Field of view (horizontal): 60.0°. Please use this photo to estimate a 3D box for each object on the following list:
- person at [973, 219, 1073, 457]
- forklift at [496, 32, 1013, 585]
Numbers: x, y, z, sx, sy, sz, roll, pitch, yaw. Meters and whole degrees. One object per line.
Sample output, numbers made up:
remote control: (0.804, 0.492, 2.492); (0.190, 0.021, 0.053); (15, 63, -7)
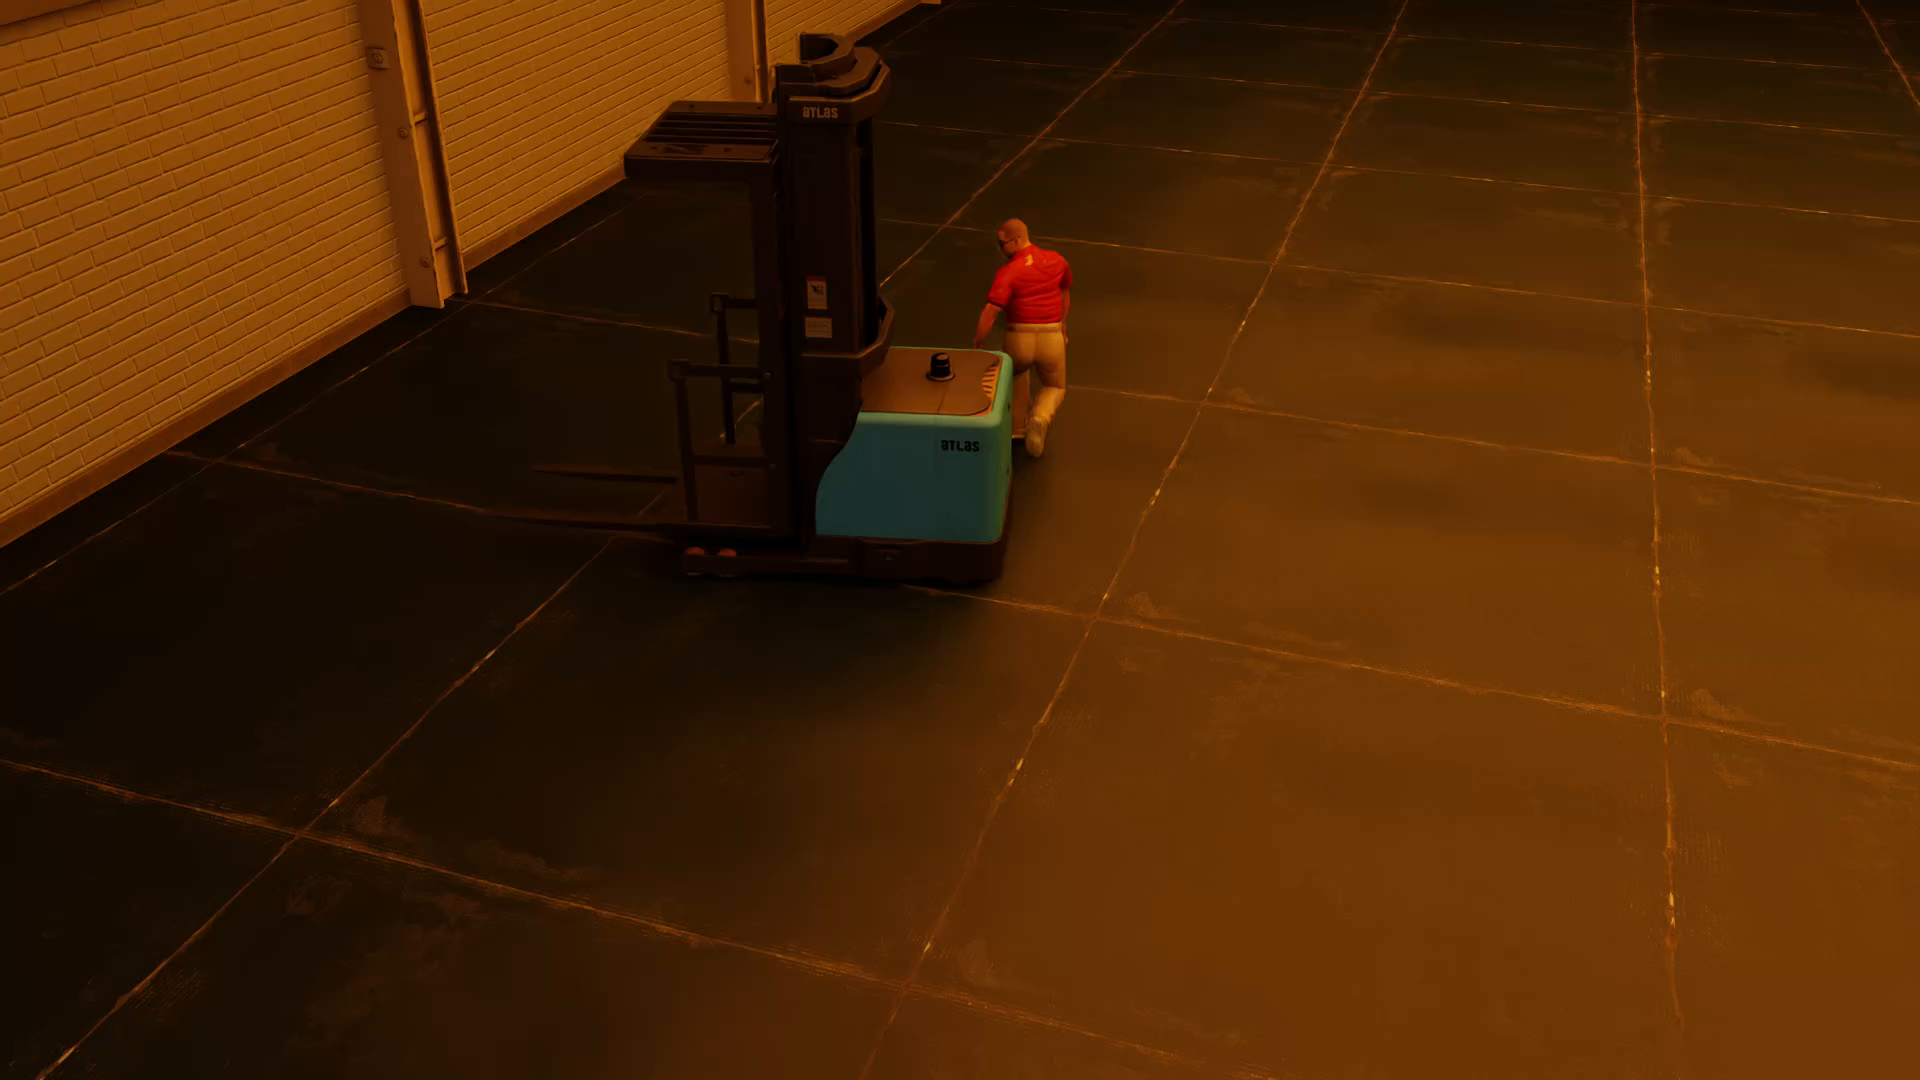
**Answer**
person: (0.416, -1.323, 10.931); (0.698, 1.518, 0.722); (-3, 30, -5)
forklift: (-1.222, -1.310, 9.434); (3.031, 2.935, 1.130); (3, 30, 5)
